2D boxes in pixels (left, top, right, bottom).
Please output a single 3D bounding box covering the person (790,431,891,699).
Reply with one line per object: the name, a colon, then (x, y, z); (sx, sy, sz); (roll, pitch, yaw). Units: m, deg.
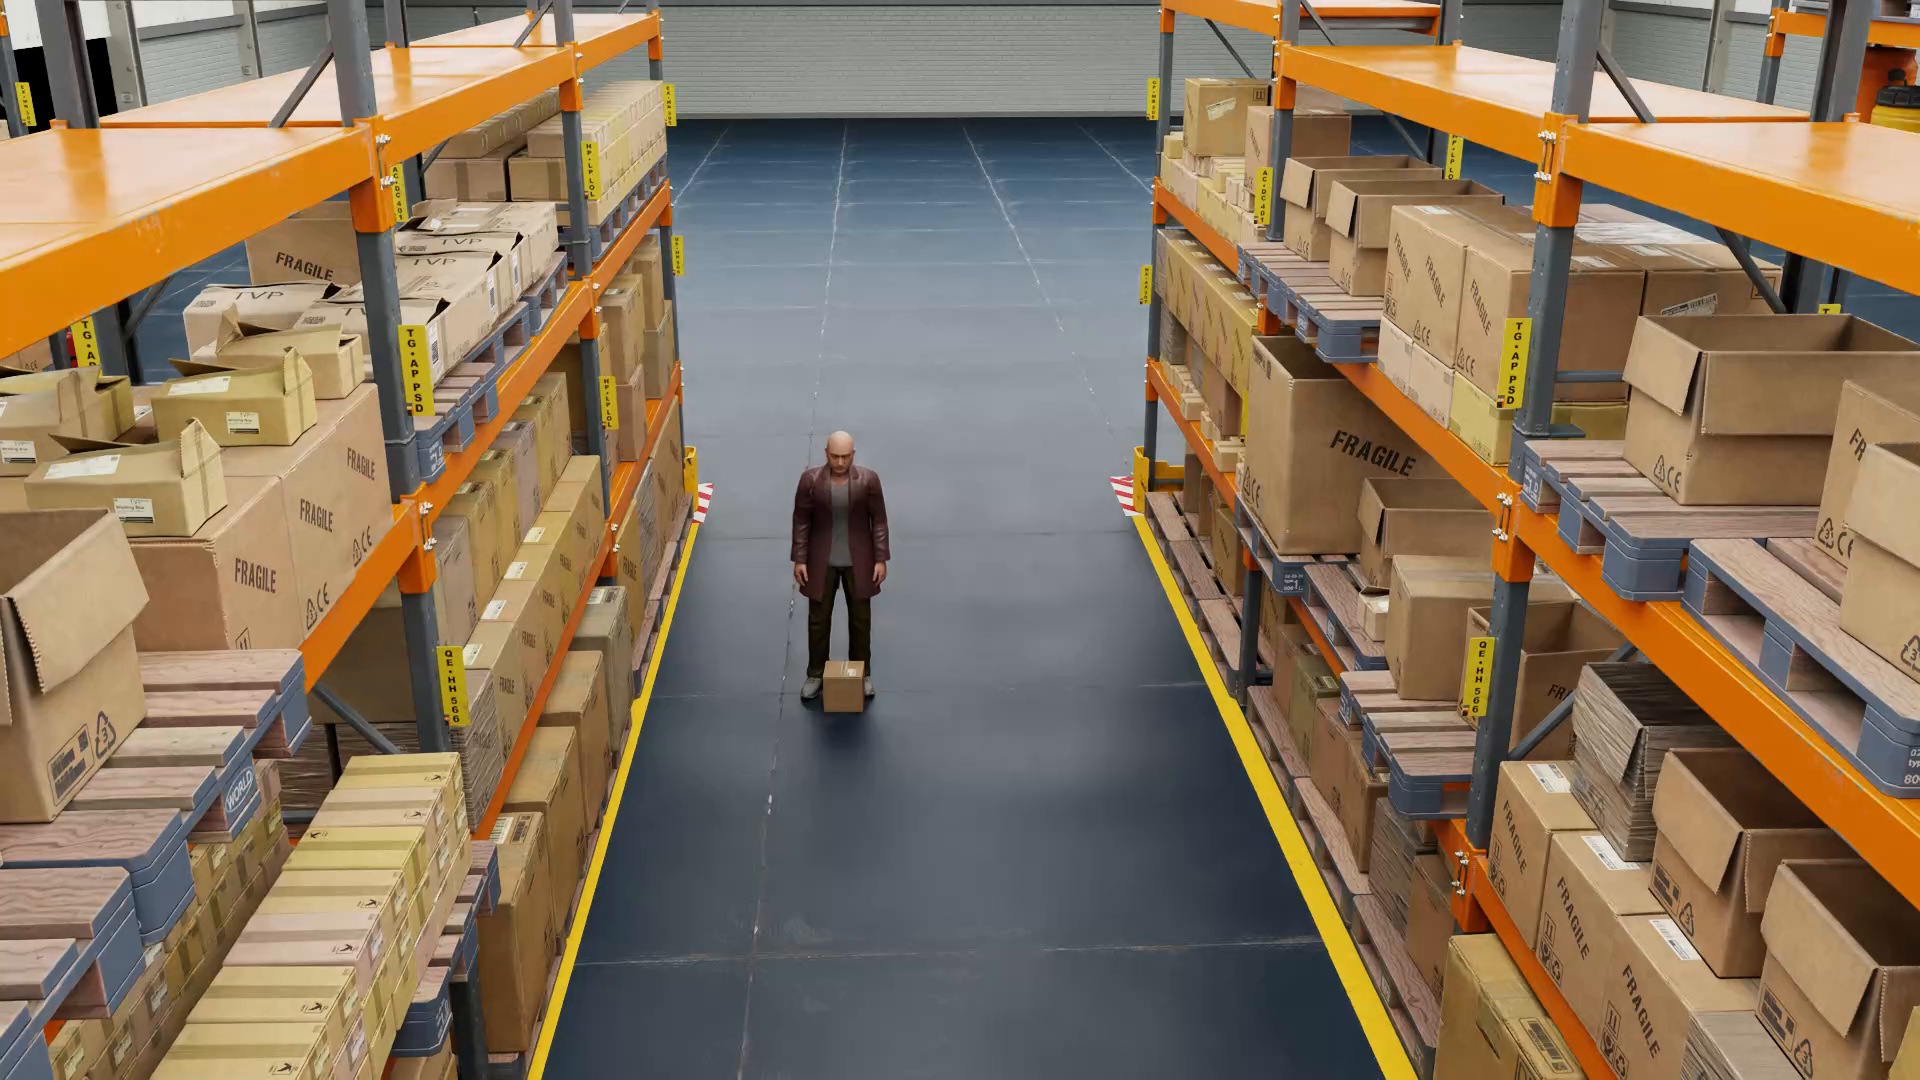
person: (-0.769, 0.144, 10.702); (0.643, 1.774, 0.424); (-1, 20, -3)
